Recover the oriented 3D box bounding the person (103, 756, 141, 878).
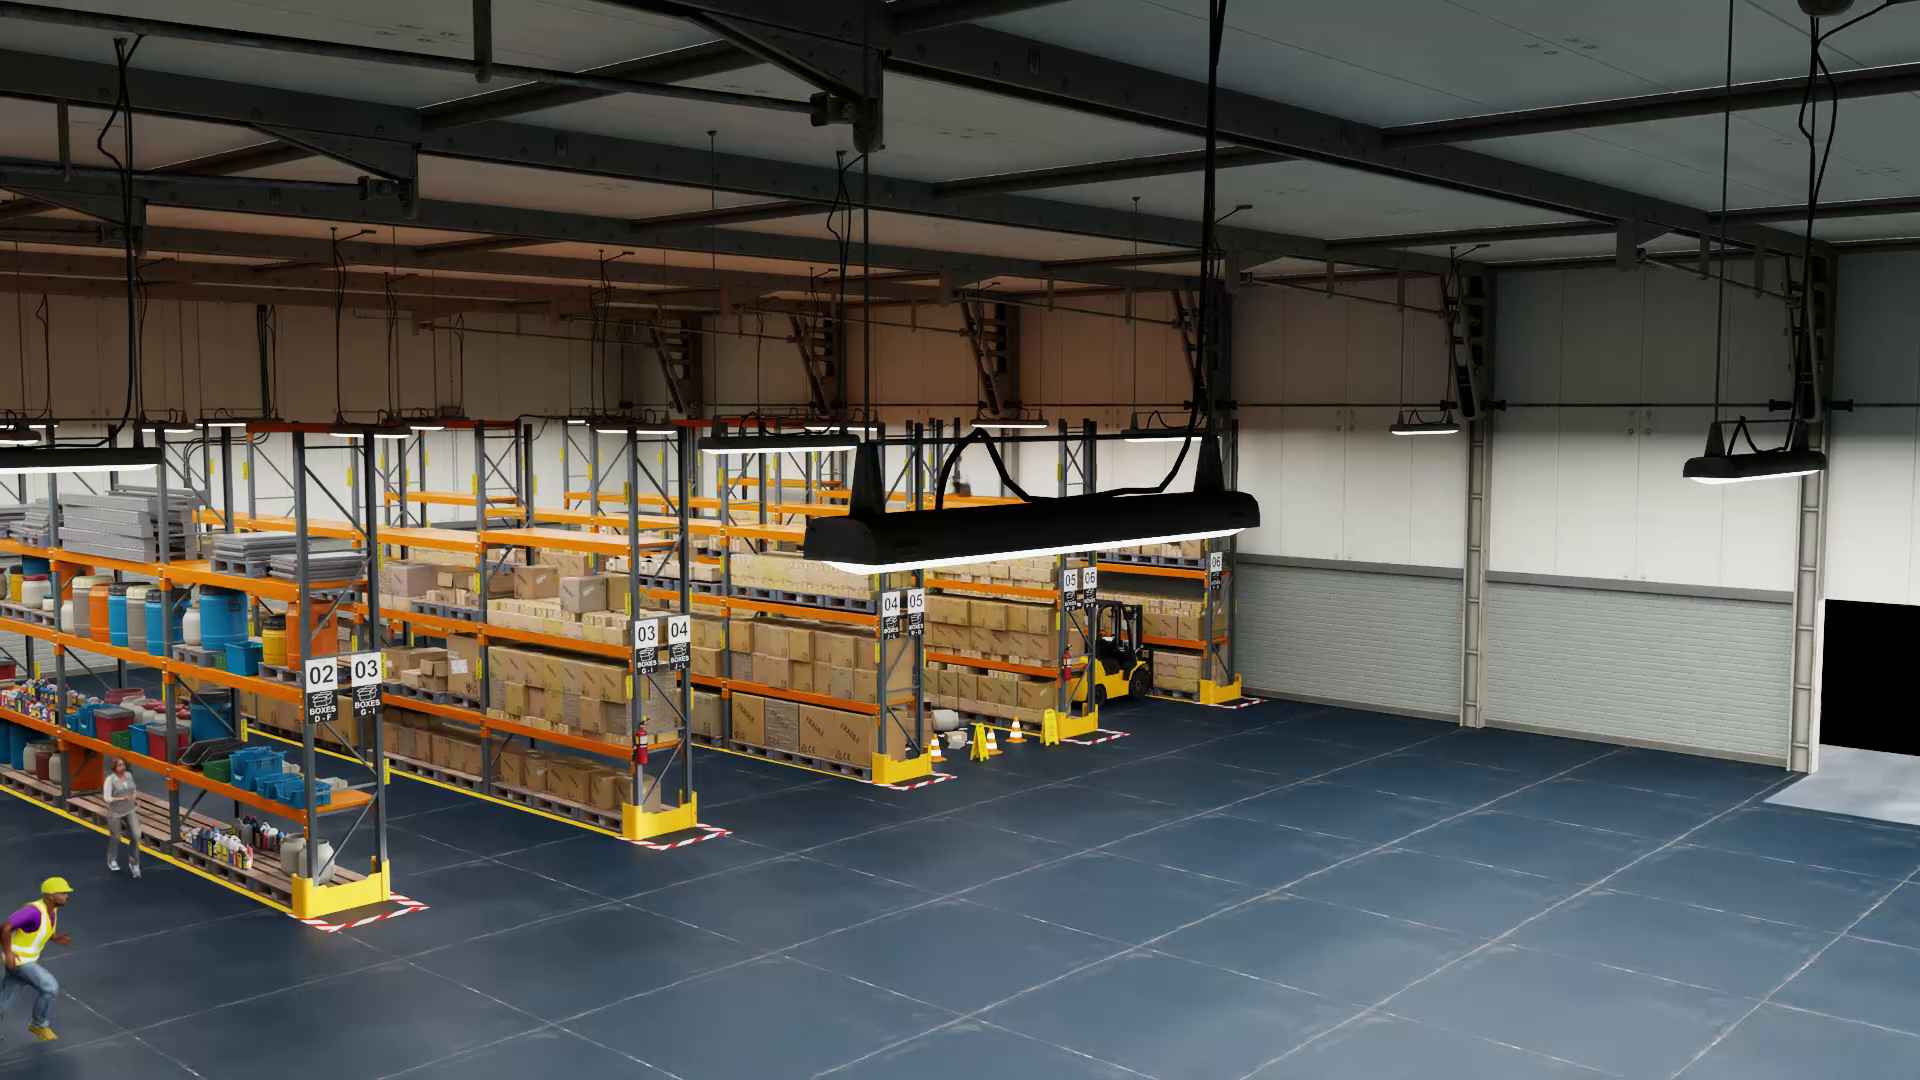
[{"bbox_3d":[-11.231,3.706,22.299,0.711,1.638,0.504,4,6,41],"label":"person"}]

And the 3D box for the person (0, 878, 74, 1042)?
[{"bbox_3d":[-9.298,4.193,16.471,0.973,1.659,0.725,-1,5,-16],"label":"person"}]
